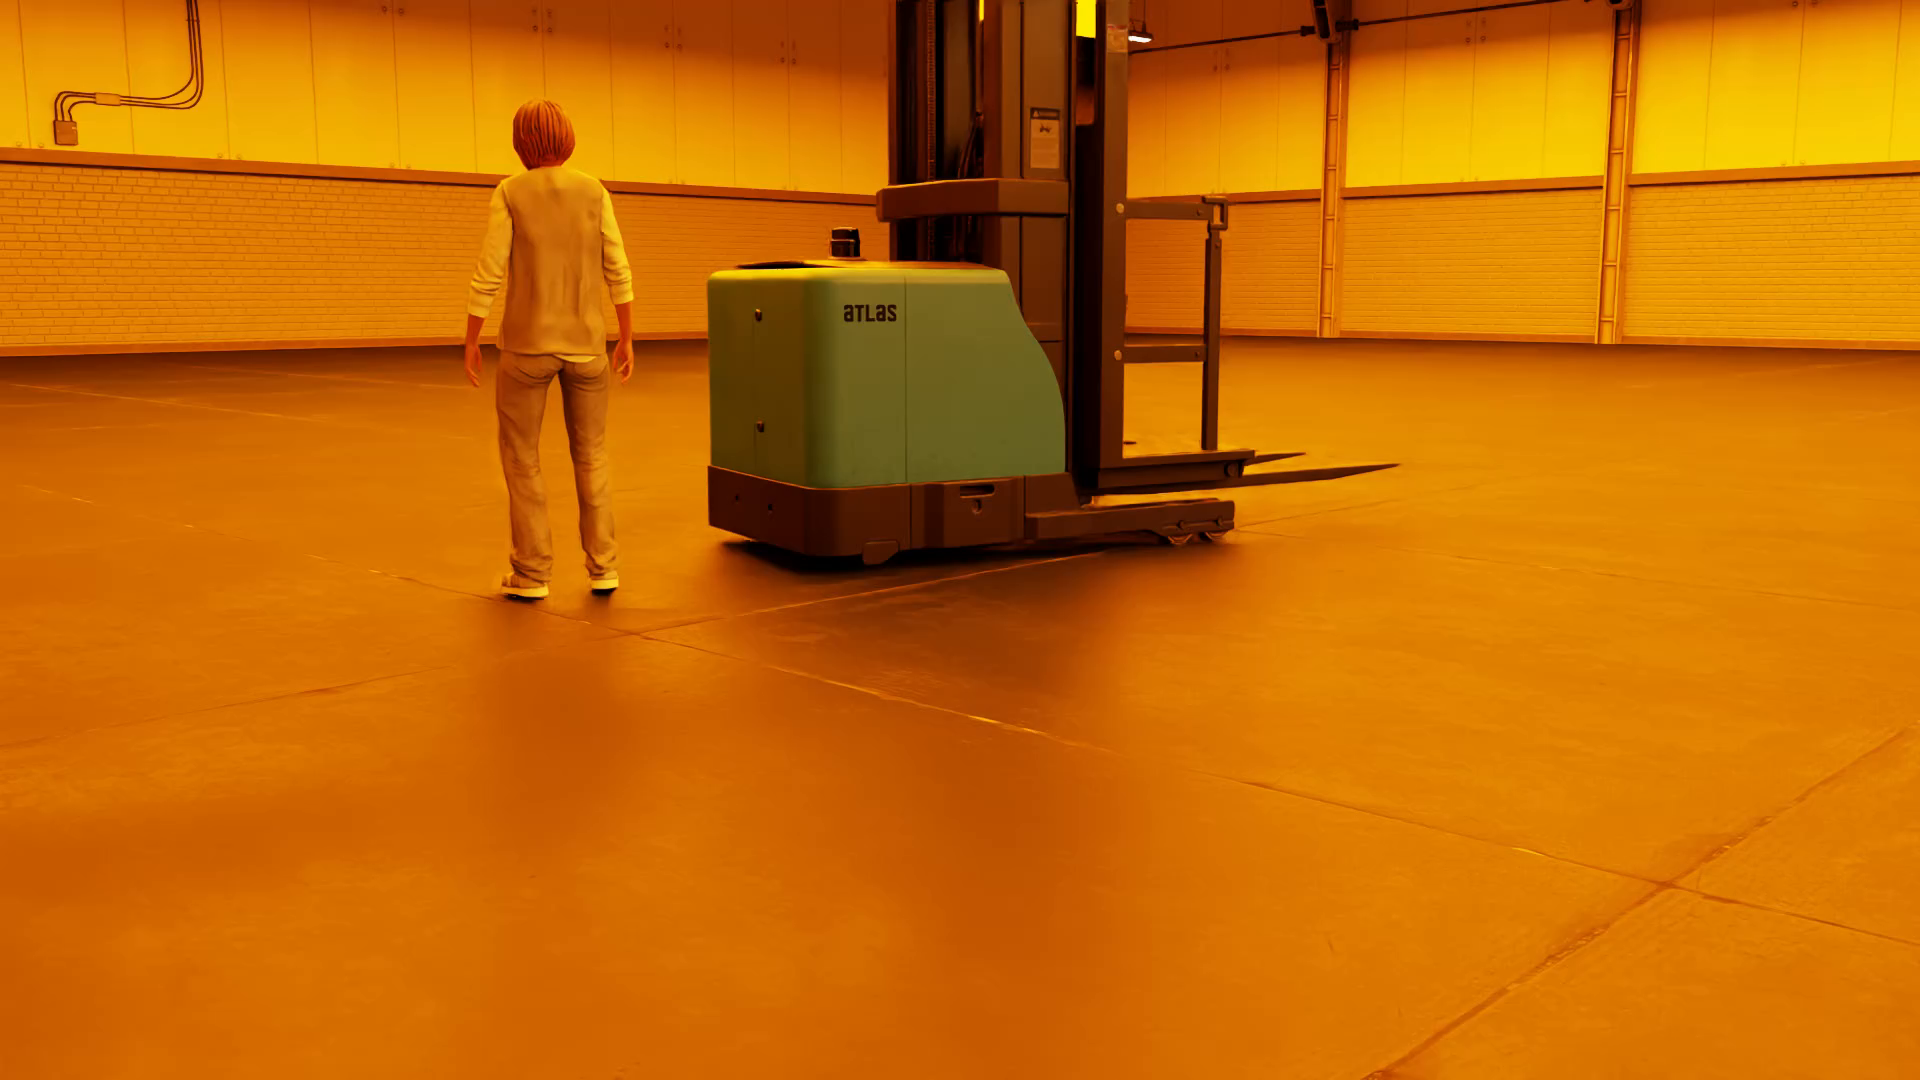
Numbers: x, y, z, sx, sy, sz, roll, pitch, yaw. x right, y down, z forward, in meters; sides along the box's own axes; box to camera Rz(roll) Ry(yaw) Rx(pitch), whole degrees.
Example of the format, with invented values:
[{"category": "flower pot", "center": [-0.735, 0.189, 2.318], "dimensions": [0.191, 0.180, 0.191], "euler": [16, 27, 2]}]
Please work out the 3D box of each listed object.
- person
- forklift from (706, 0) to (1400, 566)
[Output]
[{"category": "person", "center": [-1.334, -0.609, 5.402], "dimensions": [0.538, 1.598, 0.390], "euler": [-5, 10, -28]}, {"category": "forklift", "center": [0.520, -1.497, 6.814], "dimensions": [3.031, 2.935, 1.130], "euler": [-5, 10, -31]}]
